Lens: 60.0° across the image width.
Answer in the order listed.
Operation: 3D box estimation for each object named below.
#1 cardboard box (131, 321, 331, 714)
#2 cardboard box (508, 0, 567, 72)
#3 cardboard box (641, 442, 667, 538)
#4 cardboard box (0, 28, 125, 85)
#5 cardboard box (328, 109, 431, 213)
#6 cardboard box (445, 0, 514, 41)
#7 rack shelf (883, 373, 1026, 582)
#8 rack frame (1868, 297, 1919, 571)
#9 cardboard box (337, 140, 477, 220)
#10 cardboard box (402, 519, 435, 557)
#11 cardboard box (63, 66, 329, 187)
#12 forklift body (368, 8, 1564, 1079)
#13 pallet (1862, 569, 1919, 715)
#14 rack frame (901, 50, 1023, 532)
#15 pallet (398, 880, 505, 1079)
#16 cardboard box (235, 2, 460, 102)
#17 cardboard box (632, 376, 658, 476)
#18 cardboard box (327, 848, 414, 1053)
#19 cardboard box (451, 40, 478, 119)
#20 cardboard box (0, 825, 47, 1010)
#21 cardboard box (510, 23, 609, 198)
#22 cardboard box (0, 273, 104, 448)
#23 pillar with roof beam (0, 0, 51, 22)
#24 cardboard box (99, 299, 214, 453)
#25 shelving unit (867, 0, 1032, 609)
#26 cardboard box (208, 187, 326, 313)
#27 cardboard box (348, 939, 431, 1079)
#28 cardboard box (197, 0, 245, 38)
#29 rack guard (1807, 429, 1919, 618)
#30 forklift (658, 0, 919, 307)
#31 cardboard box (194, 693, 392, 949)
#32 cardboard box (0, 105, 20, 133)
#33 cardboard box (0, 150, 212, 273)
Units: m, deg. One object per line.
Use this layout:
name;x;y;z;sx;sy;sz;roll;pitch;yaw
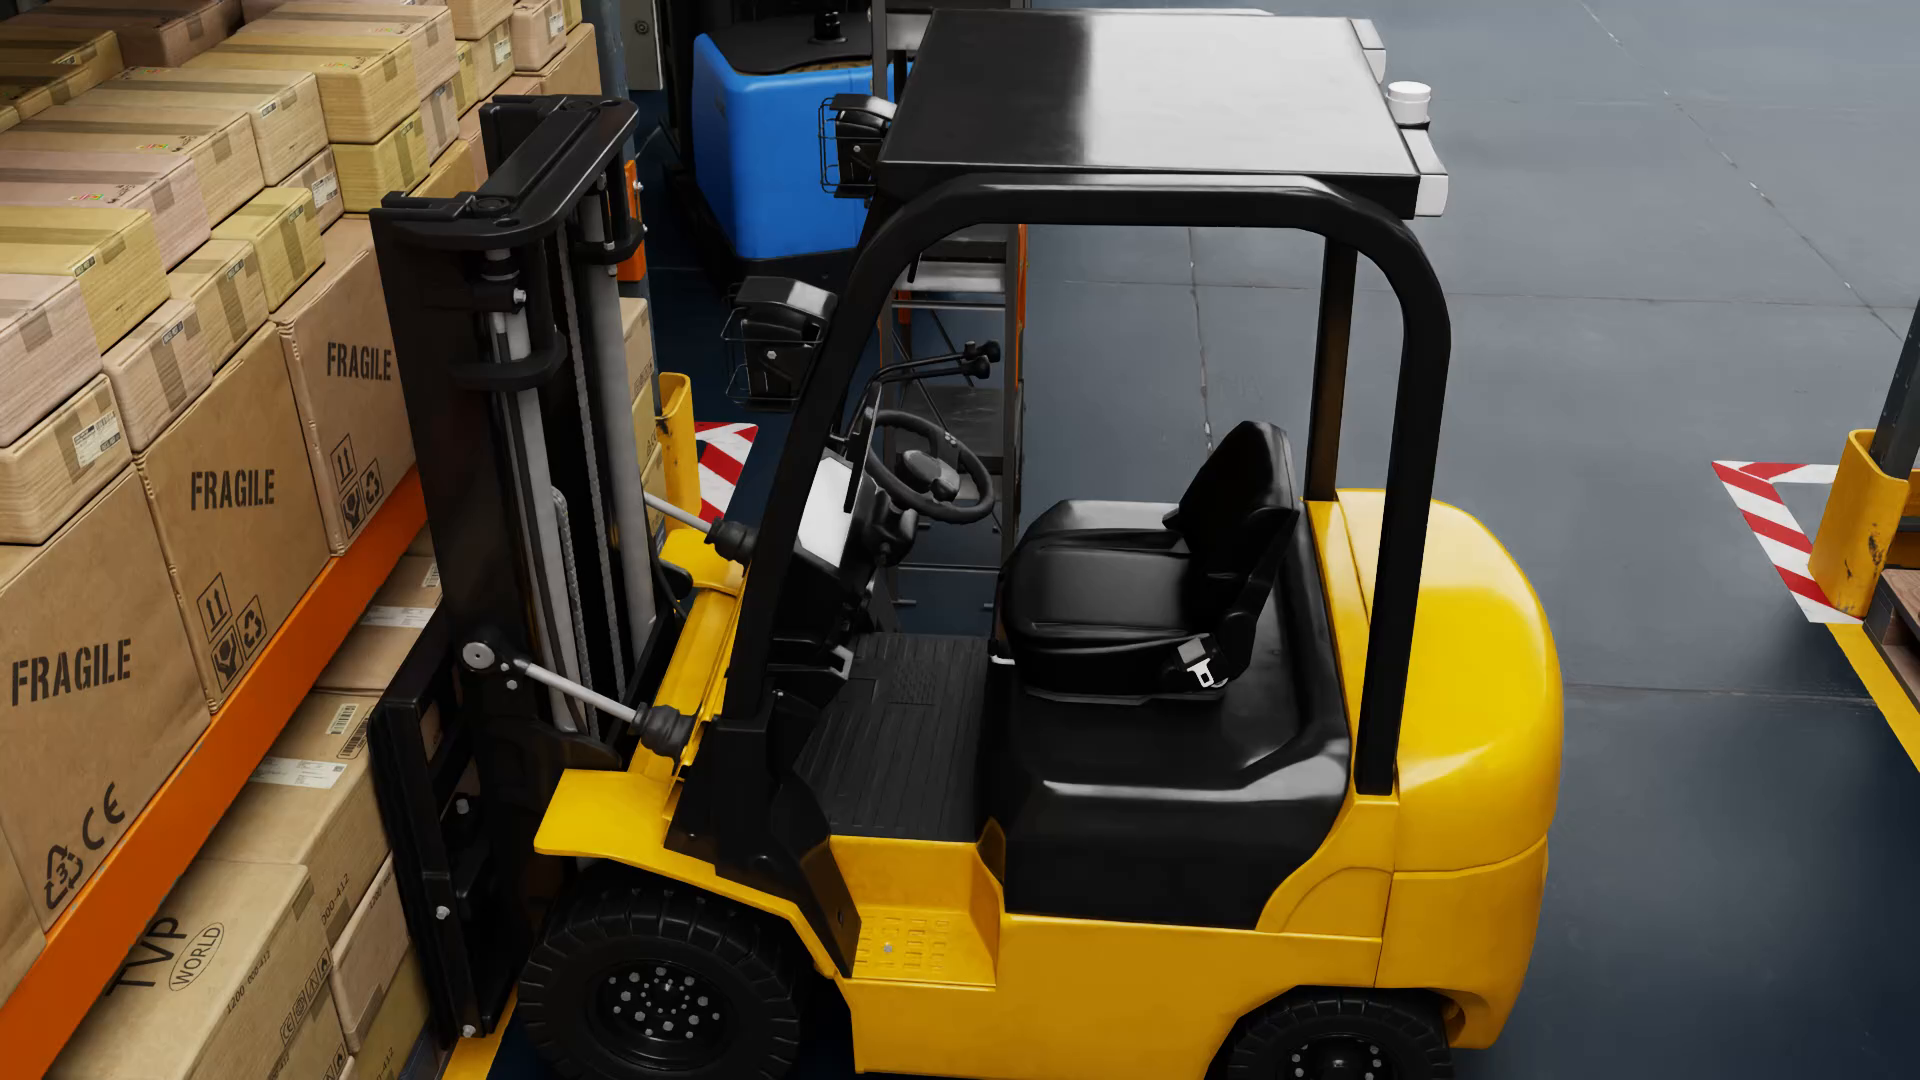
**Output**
cardboard box;-1.479;-0.057;2.887;0.500;0.500;0.500;2;32;3
cardboard box;-1.256;-1.337;4.347;0.380;0.149;0.250;3;32;5
cardboard box;-1.239;-0.096;5.267;0.500;0.250;0.500;3;32;4
cardboard box;-1.969;-0.951;3.437;0.380;0.149;0.250;2;32;3
cardboard box;-1.345;-0.800;3.476;0.380;0.149;0.250;3;32;4
cardboard box;-1.318;-1.328;4.048;0.380;0.149;0.250;3;32;5
rack shelf;-0.013;-0.200;5.433;0.431;0.518;0.480;2;32;4
rack frame;3.432;-1.137;4.735;1.000;3.000;0.127;2;32;4
cardboard box;-1.387;-0.582;3.740;0.500;0.500;0.500;2;32;3
cardboard box;-1.309;0.005;4.150;0.500;0.250;0.500;3;32;5
cardboard box;-1.454;-0.794;3.181;0.380;0.149;0.250;3;32;5
forklift body;0.148;0.084;3.564;2.313;2.155;1.214;2;32;4
pallet;3.324;0.513;4.716;1.003;0.211;1.213;2;32;4
rack frame;0.006;-0.935;5.266;0.400;2.100;0.015;2;32;4
pallet;-1.638;0.878;4.124;1.003;0.211;1.213;2;32;4
cardboard box;-1.323;-1.060;3.613;0.380;0.149;0.250;3;32;5
cardboard box;-1.244;-0.300;5.122;0.500;0.250;0.500;2;32;3
cardboard box;-1.403;0.758;3.405;0.500;0.250;0.500;2;32;4
cardboard box;-1.369;-1.075;3.922;0.380;0.149;0.250;2;32;4
cardboard box;-1.545;0.481;2.015;0.500;0.500;0.500;2;32;3
cardboard box;-1.294;-1.121;4.614;0.500;0.500;0.500;2;32;3
cardboard box;-1.453;-0.259;2.314;0.380;0.149;0.250;3;32;5
pillar with roof beam;1.820;-3.391;2.676;9.100;9.000;0.400;2;32;4
cardboard box;-1.423;-0.265;2.608;0.380;0.149;0.250;2;32;3
shelving unit;-0.013;-0.807;5.059;0.431;2.100;0.503;2;32;4
cardboard box;-1.408;-0.537;3.049;0.380;0.149;0.250;2;32;3
cardboard box;-1.420;0.962;3.550;0.500;0.250;0.500;3;32;5
cardboard box;-1.853;-1.223;3.878;0.380;0.149;0.250;3;32;4
rack guard;3.426;-0.033;5.327;1.175;0.500;0.348;2;32;4
forklift;-0.910;-3.001;7.826;1.130;2.935;3.031;-10;33;-15
cardboard box;-1.408;0.544;3.276;0.500;0.250;0.500;3;32;6
cardboard box;-1.928;-0.680;2.997;0.380;0.149;0.250;3;32;5
cardboard box;-1.494;-0.532;2.756;0.380;0.149;0.250;2;32;4
